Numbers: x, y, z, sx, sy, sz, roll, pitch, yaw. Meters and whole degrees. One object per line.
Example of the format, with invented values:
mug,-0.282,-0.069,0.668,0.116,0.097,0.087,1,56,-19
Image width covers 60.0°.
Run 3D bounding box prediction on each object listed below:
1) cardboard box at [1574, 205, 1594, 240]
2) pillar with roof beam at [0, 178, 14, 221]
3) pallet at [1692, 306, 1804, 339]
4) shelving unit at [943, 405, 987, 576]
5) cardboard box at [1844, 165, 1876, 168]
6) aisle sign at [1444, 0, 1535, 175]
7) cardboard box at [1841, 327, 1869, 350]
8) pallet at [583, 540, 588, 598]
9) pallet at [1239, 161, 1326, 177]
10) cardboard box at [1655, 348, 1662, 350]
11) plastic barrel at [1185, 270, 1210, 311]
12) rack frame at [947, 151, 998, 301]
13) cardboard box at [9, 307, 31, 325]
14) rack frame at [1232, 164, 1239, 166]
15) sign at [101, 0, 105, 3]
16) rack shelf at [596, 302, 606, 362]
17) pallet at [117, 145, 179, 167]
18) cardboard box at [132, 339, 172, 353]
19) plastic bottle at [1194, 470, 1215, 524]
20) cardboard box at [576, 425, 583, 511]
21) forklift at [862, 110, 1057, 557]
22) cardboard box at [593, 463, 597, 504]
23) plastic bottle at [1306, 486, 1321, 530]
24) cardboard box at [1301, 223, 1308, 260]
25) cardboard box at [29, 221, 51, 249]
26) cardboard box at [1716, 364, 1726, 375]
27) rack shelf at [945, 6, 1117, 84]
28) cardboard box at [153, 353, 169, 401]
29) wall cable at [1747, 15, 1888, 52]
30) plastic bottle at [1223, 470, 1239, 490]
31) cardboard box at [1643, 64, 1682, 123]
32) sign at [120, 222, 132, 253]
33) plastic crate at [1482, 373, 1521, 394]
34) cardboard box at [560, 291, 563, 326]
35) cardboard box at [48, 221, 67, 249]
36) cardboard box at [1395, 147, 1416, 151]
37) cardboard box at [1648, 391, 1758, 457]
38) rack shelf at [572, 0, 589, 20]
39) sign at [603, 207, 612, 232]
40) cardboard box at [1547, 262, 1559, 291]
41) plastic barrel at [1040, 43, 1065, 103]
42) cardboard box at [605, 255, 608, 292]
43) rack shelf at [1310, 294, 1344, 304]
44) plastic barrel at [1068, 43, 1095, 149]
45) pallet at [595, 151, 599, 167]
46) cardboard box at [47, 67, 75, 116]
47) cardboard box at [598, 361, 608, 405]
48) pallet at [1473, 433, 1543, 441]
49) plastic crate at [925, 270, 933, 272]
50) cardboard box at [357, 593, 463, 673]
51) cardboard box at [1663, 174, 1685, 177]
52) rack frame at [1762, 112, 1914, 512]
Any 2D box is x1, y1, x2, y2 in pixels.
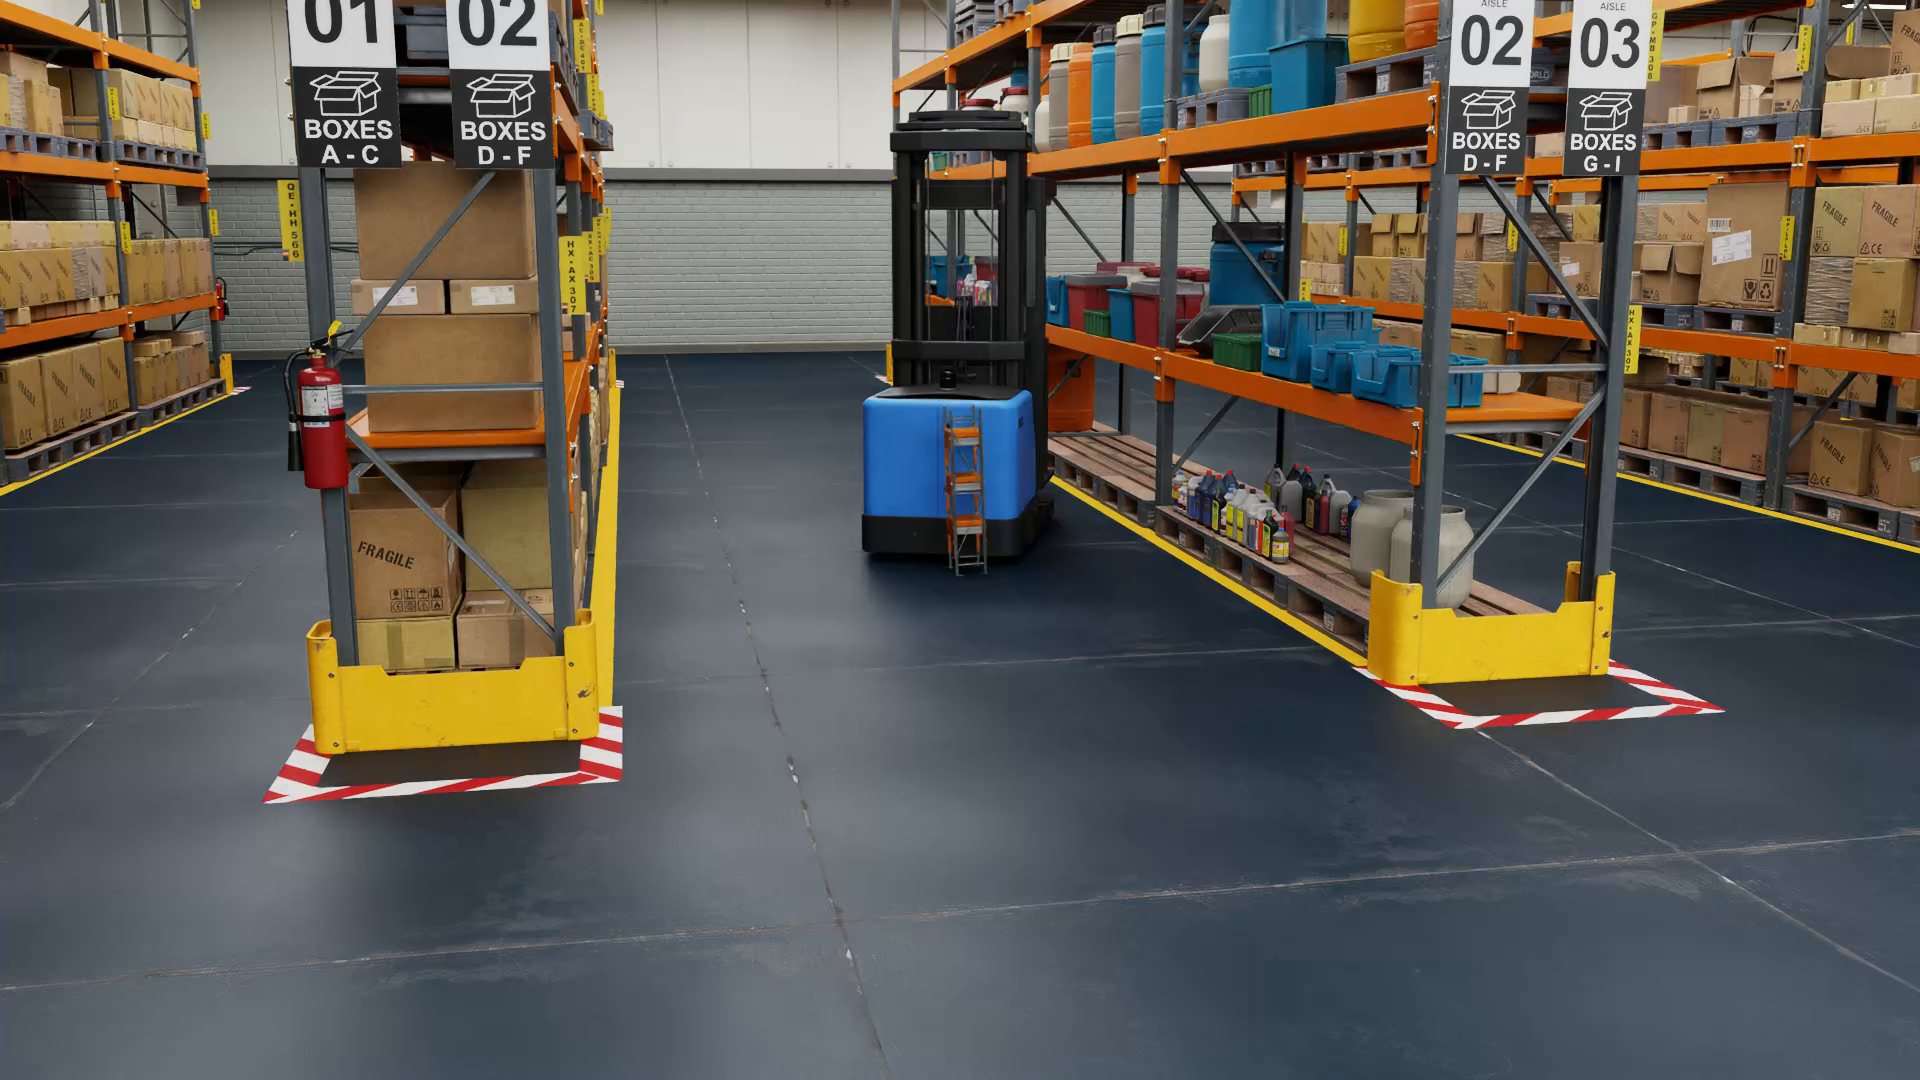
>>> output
cardboard box,9.246,-4.588,24.043,0.500,0.500,0.500,-2,11,-9
pillar with roof beam,-6.130,-5.851,18.369,9.100,9.000,0.400,-2,11,-11
pallet,6.758,-1.775,13.510,1.003,0.211,1.213,-2,11,-11
shelving unit,0.033,-0.315,10.515,0.215,1.050,0.252,-4,11,-9
cardboard box,10.307,-4.420,18.607,0.500,0.500,0.500,-2,11,-11
aisle sign,2.406,-2.063,7.558,0.394,0.787,0.004,-2,11,-11
cardboard box,6.623,-1.458,12.008,0.380,0.149,0.250,-2,11,-11
pallet,-2.840,0.153,10.325,1.003,0.211,1.213,-2,11,-11
pallet,4.585,-5.218,23.306,1.003,0.211,1.213,-2,11,-11
cardboard box,9.651,-2.647,22.494,0.380,0.149,0.250,-2,11,-9
plastic barrel,1.935,-1.793,12.733,0.433,0.535,0.433,0,11,0
rack frame,0.350,-3.010,19.491,1.000,3.000,0.127,-2,11,-11
cardboard box,-8.436,-1.970,14.643,0.380,0.149,0.250,-2,11,-9
rack frame,4.430,-6.871,23.731,1.000,3.000,0.127,-2,11,-11
sign,-10.692,-6.848,20.689,0.100,0.325,0.005,-2,11,-11
rack shelf,-4.121,-2.111,16.688,1.077,0.370,4.000,-2,11,-11
pallet,-9.751,-4.454,19.289,1.003,0.211,1.213,-2,11,-11
cardboard box,-9.402,-2.253,19.340,0.380,0.149,0.250,-2,11,-13
plastic bottle,1.656,-0.295,11.131,0.144,0.351,0.185,-2,11,-9
cardboard box,-2.563,-0.418,10.098,0.500,0.500,0.500,-2,11,-11
forklift,0.104,-1.556,12.031,1.130,2.935,3.031,2,11,9
cardboard box,-2.887,-0.396,11.986,0.500,0.250,0.500,-2,11,-10
plastic bottle,2.318,-0.214,10.889,0.061,0.283,0.133,-2,11,-11
cardboard box,4.463,-4.081,22.714,0.500,0.500,0.500,-2,11,-13
cardboard box,-8.632,-2.773,15.120,0.500,0.250,0.500,-2,11,-11
cardboard box,10.286,-2.285,22.183,0.380,0.149,0.250,-2,11,-9
rack shelf,0.739,-5.041,17.107,1.077,0.370,4.000,-2,11,-11
cardboard box,-9.507,-1.862,19.017,0.700,0.500,0.500,-2,11,-12
wall cable,16.246,-8.404,31.685,2.988,3.039,0.133,-2,11,-11
plastic bottle,1.797,-0.300,11.159,0.144,0.351,0.185,-2,11,-11
cardboard box,6.025,-3.944,14.771,0.500,0.500,0.500,-2,11,-13
sign,-8.838,-3.202,17.610,0.100,0.325,0.005,-2,11,-11
plastic crate,2.825,-0.856,8.876,0.298,0.136,0.250,-2,11,-11
cardboard box,-3.389,-1.839,13.070,0.500,0.500,0.500,-3,11,-14
cardboard box,-8.737,-2.866,15.611,0.500,0.250,0.500,-2,11,-12
cardboard box,5.333,-4.622,19.051,0.500,0.311,0.500,-3,11,-13
cardboard box,6.482,-1.016,14.519,0.700,0.500,0.500,-3,11,-16
rack shelf,-3.343,-4.128,12.310,1.077,0.370,4.000,-2,11,-11
sign,-4.739,-4.305,22.351,0.100,0.325,0.005,-2,11,-11
cardboard box,6.158,-2.605,17.094,0.500,0.500,0.500,-2,11,-9
plastic barrel,1.020,-4.272,15.824,0.600,0.830,0.708,-2,11,-11
cardboard box,-4.829,-3.446,21.514,0.500,0.500,0.500,-2,11,-11
rack shelf,4.819,-3.204,22.432,1.077,0.370,4.000,-2,11,-11
plastic barrel,1.202,-3.683,13.853,0.600,0.830,0.708,-2,11,-11
pallet,-4.452,-4.090,17.643,1.213,0.211,1.003,-2,11,-11
cardboard box,-9.733,-4.793,17.841,0.500,0.500,0.500,-2,11,-11
cardboard box,-4.045,-1.648,17.842,0.500,0.500,0.500,-2,11,-11
pallet,5.907,-1.234,17.617,1.003,0.211,1.213,-2,11,-11
plastic crate,-0.575,-3.513,22.420,0.416,0.233,0.300,-2,11,-11
cardboard box,-2.570,0.427,7.663,0.500,0.250,0.500,-2,11,-11
cardboard box,9.647,-4.924,21.926,0.500,0.250,0.500,-2,11,-11
rack frame,6.764,-1.723,12.728,1.000,3.000,0.127,-2,11,-11
